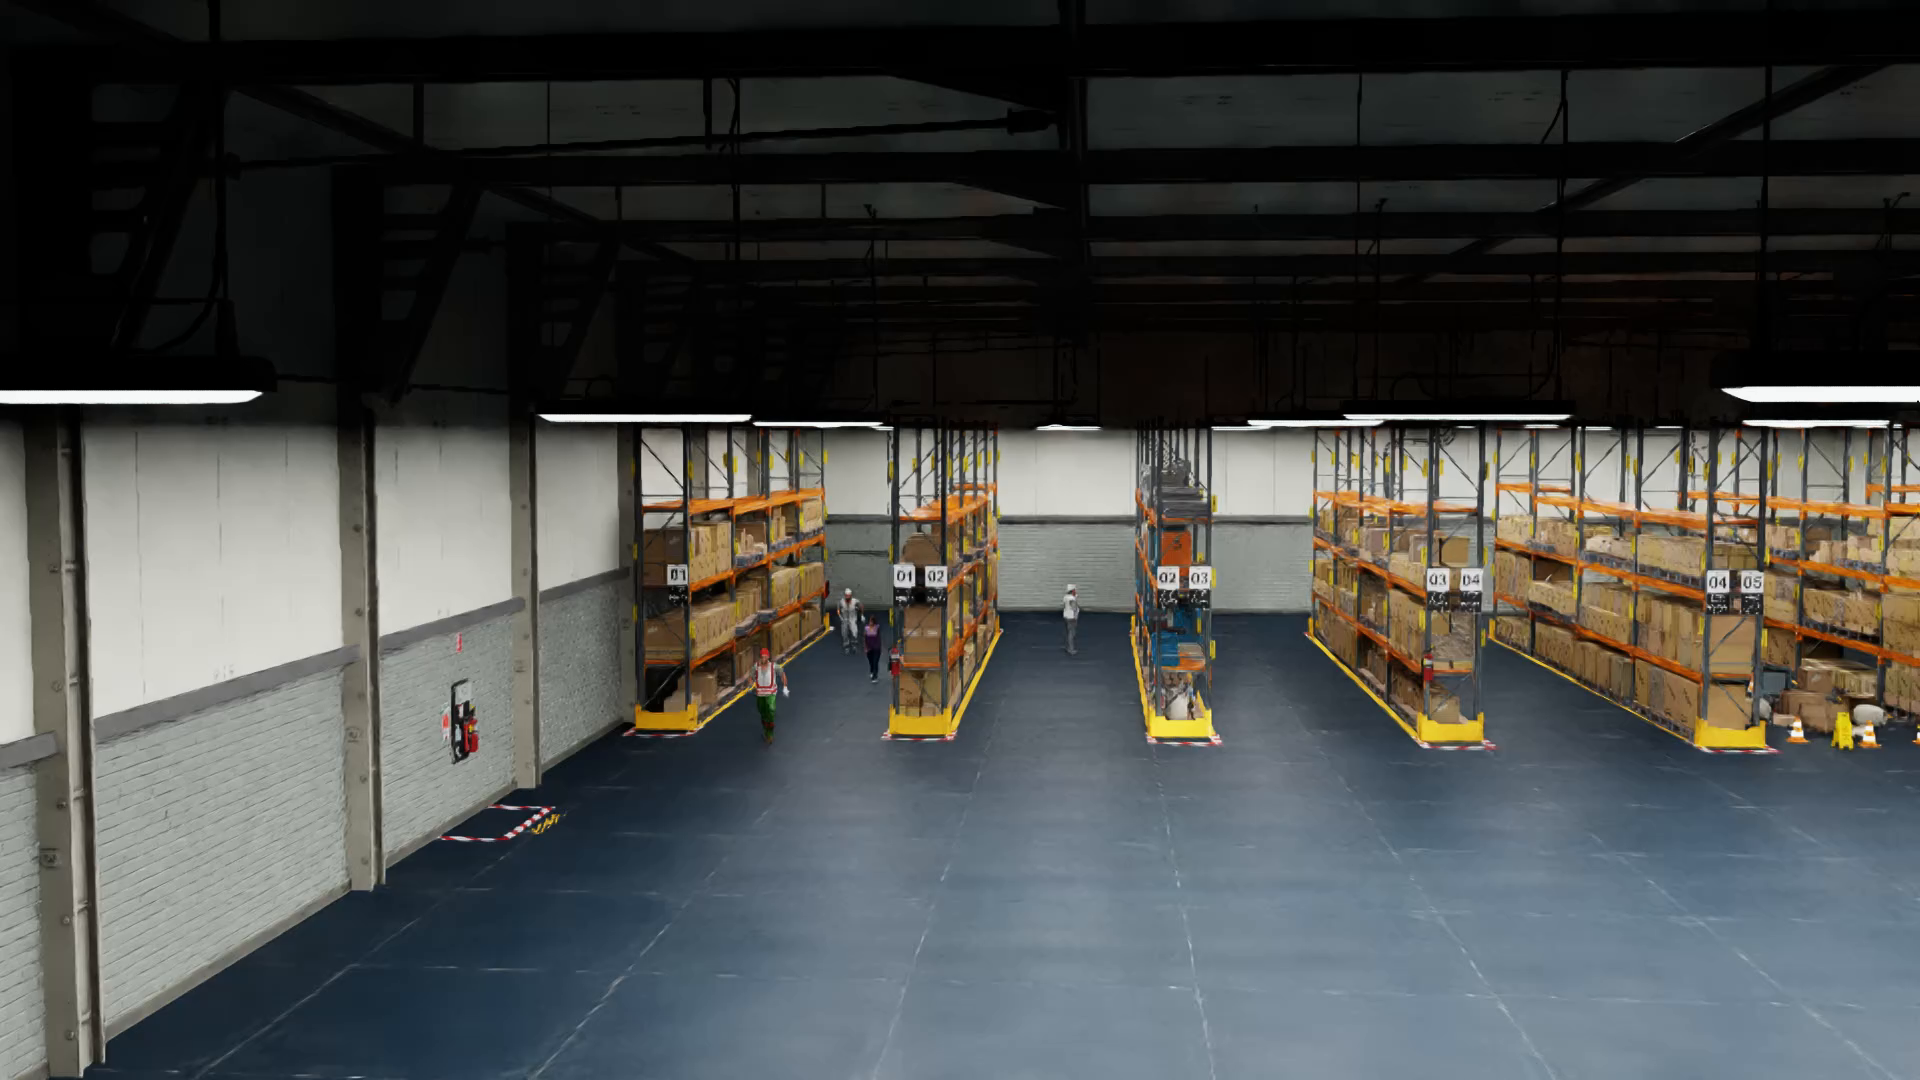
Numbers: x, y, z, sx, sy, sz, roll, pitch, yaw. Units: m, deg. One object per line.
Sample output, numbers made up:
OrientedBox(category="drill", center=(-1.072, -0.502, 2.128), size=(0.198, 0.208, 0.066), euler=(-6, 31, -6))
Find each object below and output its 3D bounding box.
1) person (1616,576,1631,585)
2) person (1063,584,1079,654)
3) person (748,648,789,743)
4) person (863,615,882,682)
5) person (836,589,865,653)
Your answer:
OrientedBox(category="person", center=(20.189, 1.602, 50.510), size=(0.514, 1.659, 0.535), euler=(3, 5, 41))
OrientedBox(category="person", center=(2.909, 2.016, 42.939), size=(0.463, 1.782, 0.598), euler=(-1, 4, -20))
OrientedBox(category="person", center=(-3.580, 2.845, 30.824), size=(0.703, 1.722, 0.835), euler=(1, 4, 10))
OrientedBox(category="person", center=(-2.012, 2.464, 38.073), size=(0.417, 1.517, 1.037), euler=(0, 4, 7))
OrientedBox(category="person", center=(-2.826, 2.094, 42.653), size=(0.688, 1.712, 0.782), euler=(1, 4, 10))
